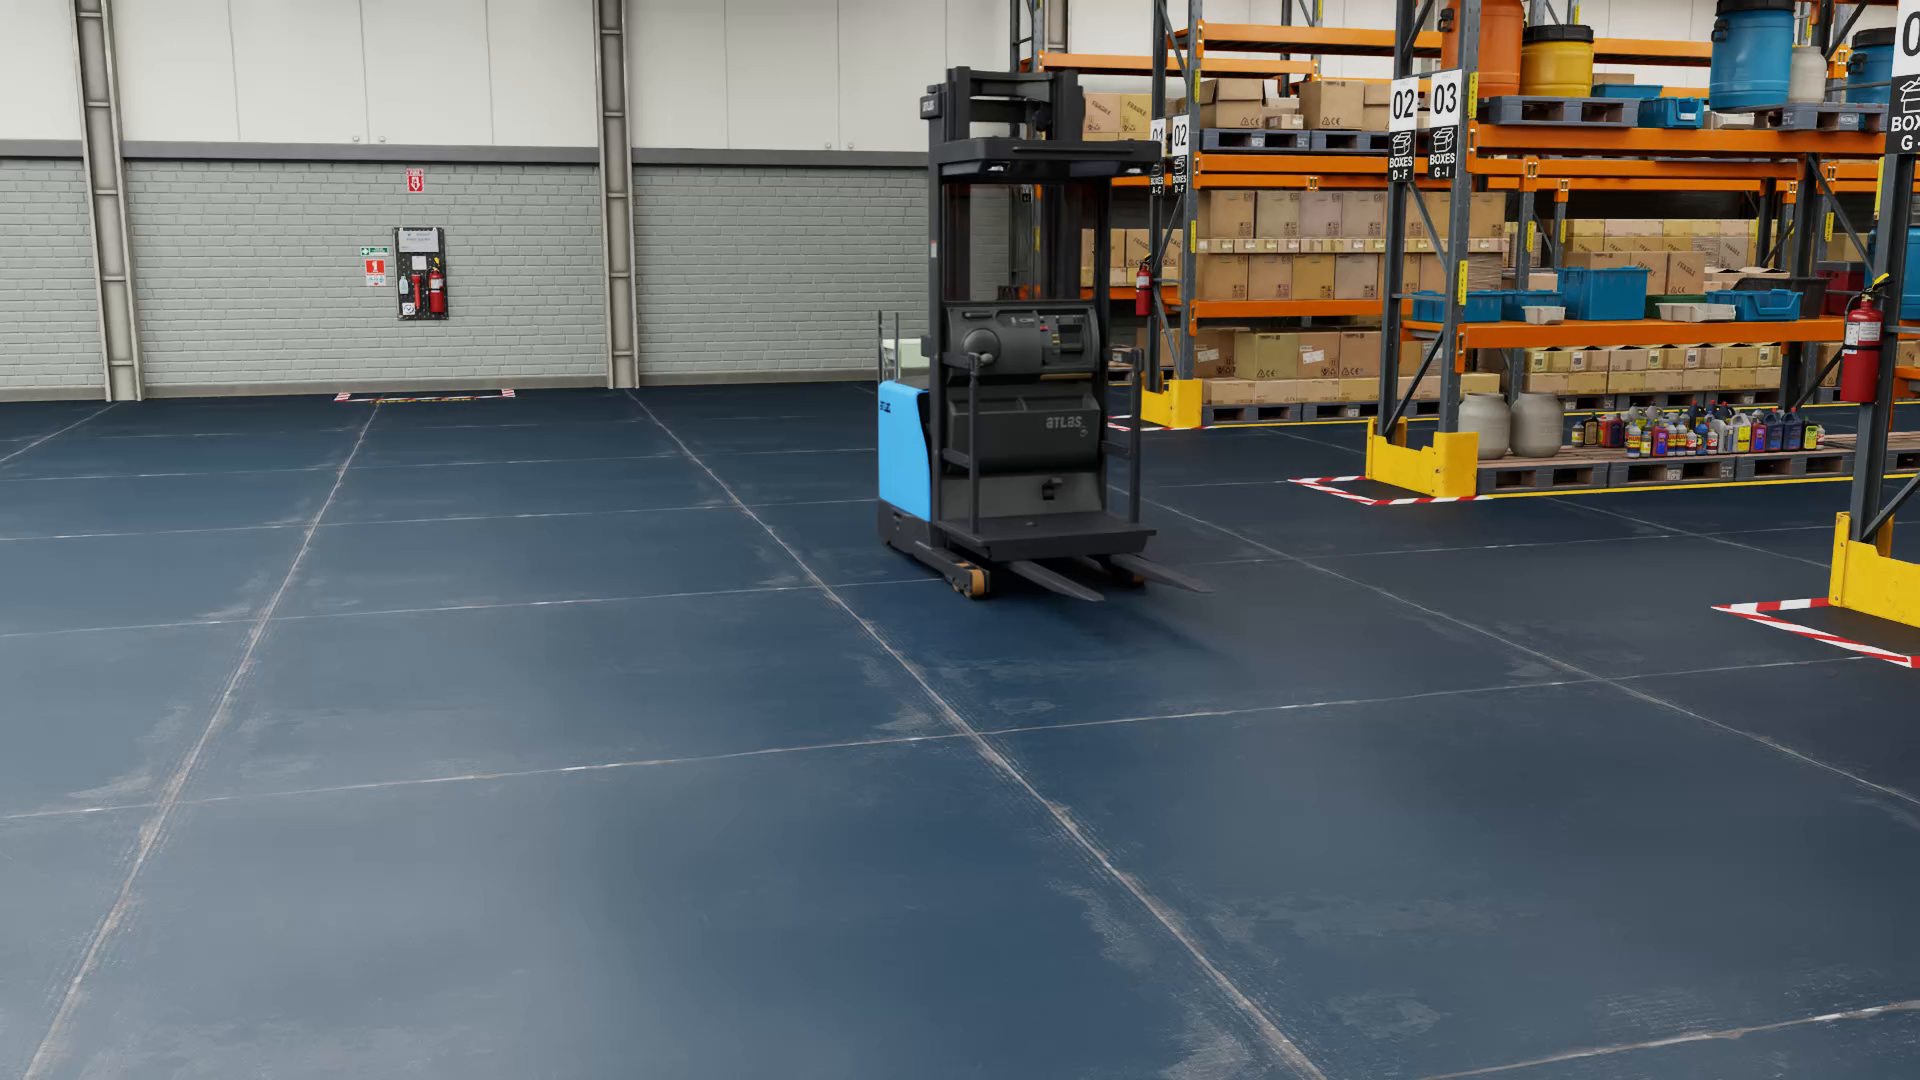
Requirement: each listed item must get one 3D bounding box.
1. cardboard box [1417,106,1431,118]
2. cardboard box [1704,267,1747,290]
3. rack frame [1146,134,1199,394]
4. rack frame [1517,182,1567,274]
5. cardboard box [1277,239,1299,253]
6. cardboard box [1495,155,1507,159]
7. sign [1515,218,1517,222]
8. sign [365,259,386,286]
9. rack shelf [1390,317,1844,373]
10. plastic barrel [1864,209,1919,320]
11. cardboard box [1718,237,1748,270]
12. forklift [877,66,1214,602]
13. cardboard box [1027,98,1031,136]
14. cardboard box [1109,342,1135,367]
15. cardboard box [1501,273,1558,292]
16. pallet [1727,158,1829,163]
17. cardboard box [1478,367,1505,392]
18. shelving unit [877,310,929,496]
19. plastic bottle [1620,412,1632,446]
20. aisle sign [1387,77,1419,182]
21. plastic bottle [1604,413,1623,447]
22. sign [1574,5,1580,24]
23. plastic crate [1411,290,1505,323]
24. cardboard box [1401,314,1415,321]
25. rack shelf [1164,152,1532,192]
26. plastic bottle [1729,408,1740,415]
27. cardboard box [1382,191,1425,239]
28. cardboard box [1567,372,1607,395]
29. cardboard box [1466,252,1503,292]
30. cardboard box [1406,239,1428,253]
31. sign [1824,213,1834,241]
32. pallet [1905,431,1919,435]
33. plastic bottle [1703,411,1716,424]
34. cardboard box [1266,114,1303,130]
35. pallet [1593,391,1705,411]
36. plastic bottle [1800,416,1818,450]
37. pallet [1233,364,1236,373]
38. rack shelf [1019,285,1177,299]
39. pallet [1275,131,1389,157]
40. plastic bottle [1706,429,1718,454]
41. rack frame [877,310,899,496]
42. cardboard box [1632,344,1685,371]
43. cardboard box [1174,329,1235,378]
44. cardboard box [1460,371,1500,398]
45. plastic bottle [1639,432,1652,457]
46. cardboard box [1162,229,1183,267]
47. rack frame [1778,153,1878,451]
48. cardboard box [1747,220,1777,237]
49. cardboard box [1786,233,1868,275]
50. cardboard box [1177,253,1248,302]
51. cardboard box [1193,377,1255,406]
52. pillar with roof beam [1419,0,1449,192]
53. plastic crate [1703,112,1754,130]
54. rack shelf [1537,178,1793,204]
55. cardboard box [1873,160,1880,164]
[{"bbox_3d":[5.019,-4.660,18.487,0.500,0.311,0.500,-4,11,-19],"label":"cardboard box"},{"bbox_3d":[9.022,-3.107,19.884,0.500,0.311,0.500,-3,11,-17],"label":"cardboard box"},{"bbox_3d":[2.254,-2.757,17.740,0.127,3.000,1.000,-3,11,-16],"label":"rack frame"},{"bbox_3d":[8.547,-4.023,24.615,0.127,3.000,1.000,-3,11,-16],"label":"rack frame"},{"bbox_3d":[3.426,-3.147,17.786,0.250,0.149,0.380,-3,11,-17],"label":"cardboard box"},{"bbox_3d":[7.931,-5.381,23.897,0.500,0.311,0.500,-3,11,-16],"label":"cardboard box"},{"bbox_3d":[8.389,-4.689,25.034,0.005,0.325,0.100,-3,11,-16],"label":"sign"},{"bbox_3d":[-7.408,-3.390,21.075,0.234,0.329,0.001,-3,11,-16],"label":"sign"},{"bbox_3d":[5.555,-1.644,13.676,4.000,0.370,1.077,-3,11,-16],"label":"rack shelf"},{"bbox_3d":[7.931,-2.312,13.935,0.708,0.901,0.600,-3,11,-16],"label":"plastic barrel"},{"bbox_3d":[11.528,-4.336,25.163,0.500,0.500,0.500,-3,11,-15],"label":"cardboard box"},{"bbox_3d":[0.448,-1.200,9.471,1.130,2.935,3.031,-4,11,-20],"label":"forklift"},{"bbox_3d":[1.207,-5.712,22.409,0.500,0.500,0.500,-3,11,-13],"label":"cardboard box"},{"bbox_3d":[2.103,-2.561,22.882,0.500,0.311,0.500,-2,11,-11],"label":"cardboard box"},{"bbox_3d":[6.555,-2.919,19.029,0.500,0.250,0.500,-2,11,-12],"label":"cardboard box"},{"bbox_3d":[9.308,-4.495,19.413,1.003,0.211,1.213,-2,11,-13],"label":"pallet"},{"bbox_3d":[6.412,-1.885,19.438,0.500,0.250,0.500,-3,11,-16],"label":"cardboard box"},{"bbox_3d":[-0.134,-0.797,11.235,0.755,1.500,0.431,-4,11,-20],"label":"shelving unit"},{"bbox_3d":[5.658,-0.957,14.268,0.135,0.276,0.152,-3,11,-18],"label":"plastic bottle"},{"bbox_3d":[3.483,-3.223,13.087,0.004,0.787,0.394,-3,11,-16],"label":"aisle sign"},{"bbox_3d":[5.556,-0.935,14.129,0.133,0.283,0.061,-3,11,-16],"label":"plastic bottle"},{"bbox_3d":[8.708,-7.378,23.471,0.005,0.325,0.100,-3,11,-16],"label":"sign"},{"bbox_3d":[4.032,-1.900,13.495,0.616,0.251,0.499,-3,11,-16],"label":"plastic crate"},{"bbox_3d":[6.329,-3.267,24.123,0.500,0.250,0.500,-3,11,-18],"label":"cardboard box"},{"bbox_3d":[4.174,-3.980,18.083,4.000,0.370,1.077,-3,11,-16],"label":"rack shelf"},{"bbox_3d":[6.744,-1.014,14.579,0.135,0.276,0.152,-3,11,-14],"label":"plastic bottle"},{"bbox_3d":[4.704,-3.572,18.308,0.500,0.500,0.700,-3,11,-16],"label":"cardboard box"},{"bbox_3d":[7.042,-1.817,19.066,0.500,0.250,0.500,-3,11,-15],"label":"cardboard box"},{"bbox_3d":[5.670,-2.985,18.702,0.500,0.500,0.700,-3,11,-17],"label":"cardboard box"},{"bbox_3d":[4.916,-3.226,18.216,0.250,0.149,0.380,-3,11,-16],"label":"cardboard box"},{"bbox_3d":[10.093,-3.635,19.311,0.005,0.325,0.100,-3,11,-16],"label":"sign"},{"bbox_3d":[9.392,-0.836,15.005,1.213,0.211,1.003,-3,11,-16],"label":"pallet"},{"bbox_3d":[6.479,-0.976,14.384,0.097,0.271,0.097,0,10,0],"label":"plastic bottle"},{"bbox_3d":[3.433,-4.413,17.597,0.250,0.149,0.380,-3,11,-16],"label":"cardboard box"},{"bbox_3d":[7.964,-1.695,19.670,1.213,0.211,1.003,-3,11,-16],"label":"pallet"},{"bbox_3d":[7.106,-0.897,13.923,0.133,0.283,0.061,-2,11,-13],"label":"plastic bottle"},{"bbox_3d":[4.071,-2.409,23.550,1.213,0.211,1.003,-3,11,-16],"label":"pallet"},{"bbox_3d":[2.786,-3.366,23.031,4.000,0.370,1.077,-3,11,-16],"label":"rack shelf"},{"bbox_3d":[4.114,-4.283,17.985,1.213,0.211,1.003,-3,11,-16],"label":"pallet"},{"bbox_3d":[6.180,-0.812,13.684,0.097,0.201,0.097,0,10,0],"label":"plastic bottle"},{"bbox_3d":[-0.477,-0.774,11.110,0.023,1.500,0.400,-4,11,-20],"label":"rack frame"},{"bbox_3d":[8.037,-2.145,19.301,0.500,0.311,0.500,-3,11,-14],"label":"cardboard box"},{"bbox_3d":[2.686,-2.059,18.311,0.500,0.500,0.500,-3,11,-16],"label":"cardboard box"},{"bbox_3d":[5.710,-1.753,18.716,0.500,0.250,0.500,-3,11,-16],"label":"cardboard box"},{"bbox_3d":[5.562,-0.779,13.507,0.097,0.201,0.097,0,10,0],"label":"plastic bottle"},{"bbox_3d":[2.876,-3.972,22.623,0.500,0.500,0.500,-3,11,-14],"label":"cardboard box"},{"bbox_3d":[7.475,-2.099,14.161,0.127,3.000,1.000,-3,11,-16],"label":"rack frame"},{"bbox_3d":[12.010,-4.732,25.239,0.500,0.250,0.500,-3,11,-15],"label":"cardboard box"},{"bbox_3d":[10.508,-3.469,20.171,0.500,0.500,0.700,-7,13,-35],"label":"cardboard box"},{"bbox_3d":[2.706,-2.828,17.847,0.500,0.500,0.700,-3,11,-16],"label":"cardboard box"},{"bbox_3d":[2.831,-1.600,17.888,0.500,0.250,0.500,-3,11,-16],"label":"cardboard box"},{"bbox_3d":[8.260,-6.310,20.466,0.400,9.000,9.100,-3,11,-16],"label":"pillar with roof beam"},{"bbox_3d":[6.047,-3.293,13.090,0.396,0.136,0.243,-3,11,-16],"label":"plastic crate"},{"bbox_3d":[10.467,-5.246,24.959,4.000,0.370,1.077,-3,11,-16],"label":"rack shelf"},{"bbox_3d":[10.834,-4.740,19.950,0.500,0.500,0.910,-3,11,-16],"label":"cardboard box"}]
